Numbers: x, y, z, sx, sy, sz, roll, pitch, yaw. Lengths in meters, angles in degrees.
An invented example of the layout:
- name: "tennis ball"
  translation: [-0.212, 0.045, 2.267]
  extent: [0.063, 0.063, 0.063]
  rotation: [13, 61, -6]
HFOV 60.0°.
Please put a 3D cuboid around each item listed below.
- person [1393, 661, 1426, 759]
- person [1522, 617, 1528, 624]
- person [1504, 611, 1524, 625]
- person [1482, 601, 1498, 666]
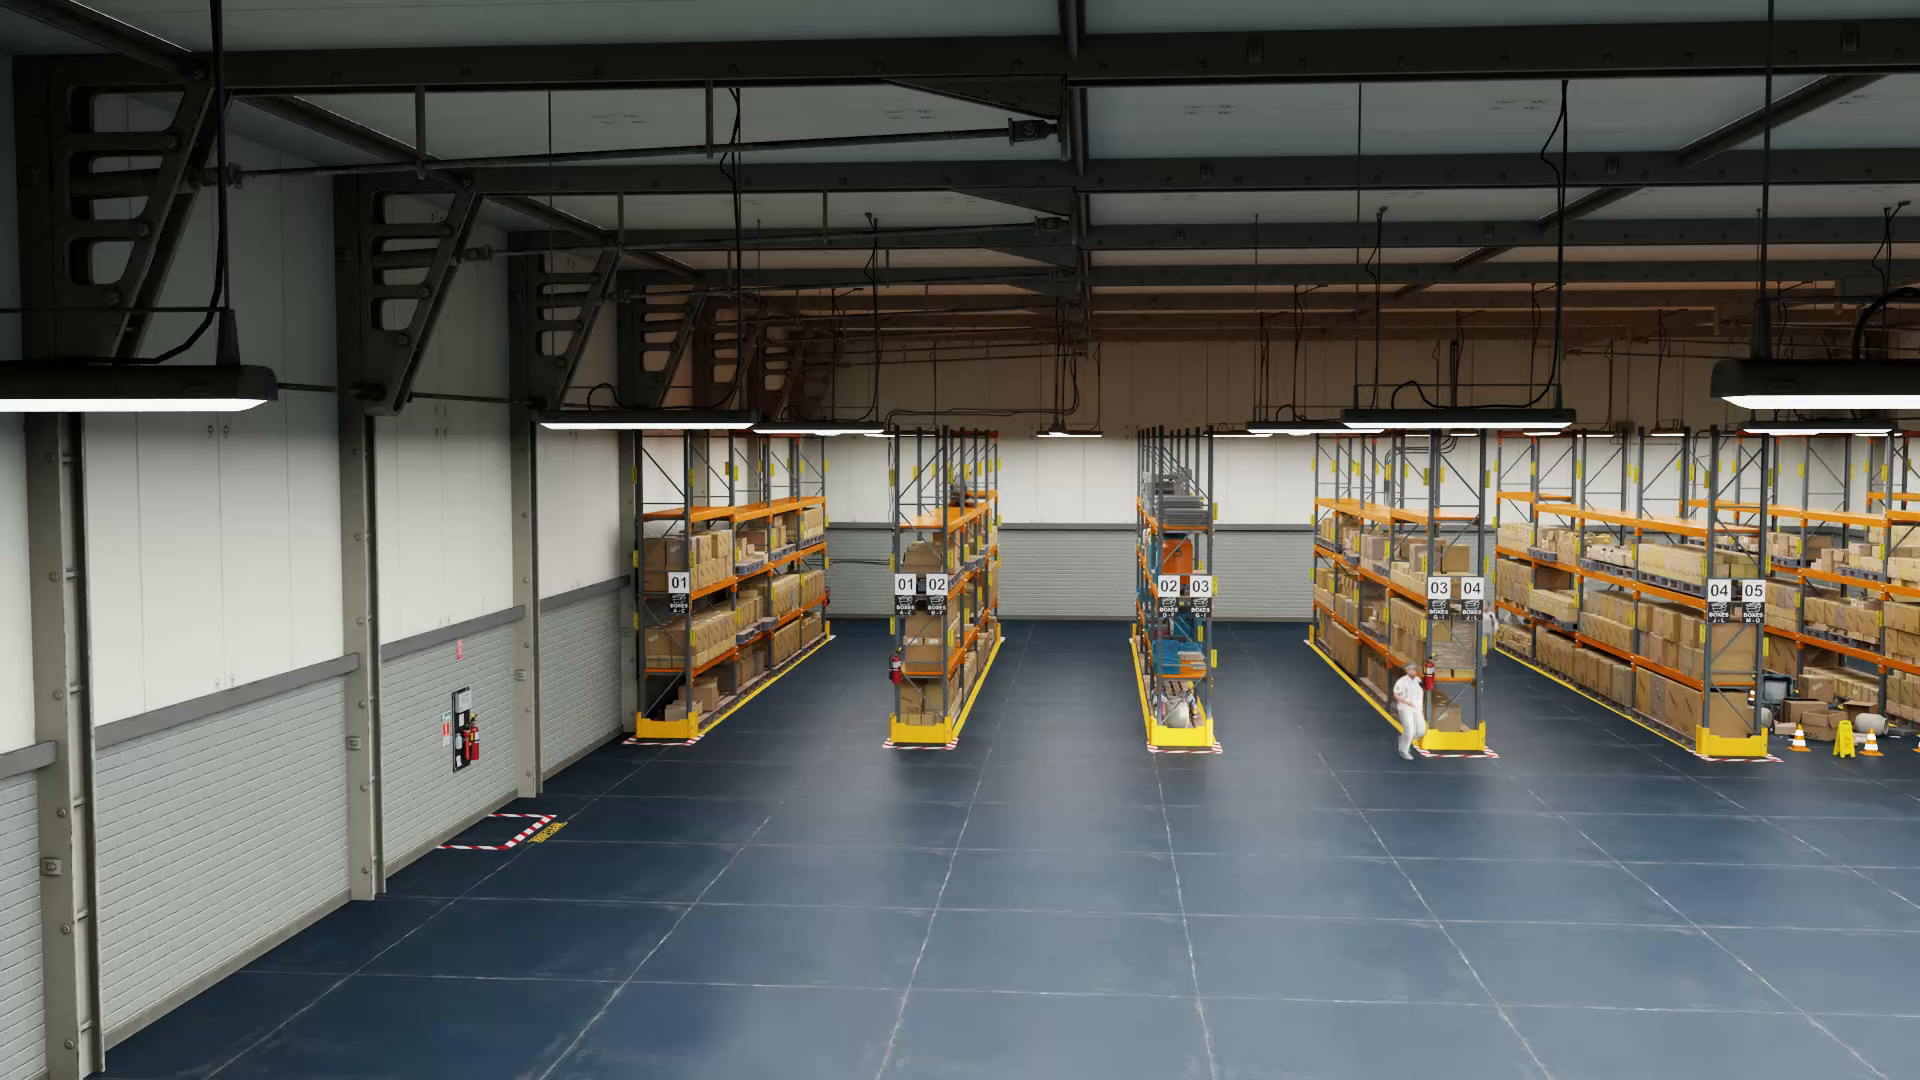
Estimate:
- name: "person"
  translation: [8.143, 3.058, 29.953]
  extent: [0.673, 1.747, 0.561]
  rotation: [-2, 4, -25]
- name: "person"
  translation: [16.202, 2.062, 47.372]
  extent: [0.740, 1.623, 1.056]
  rotation: [-3, 5, -42]
- name: "person"
  translation: [15.849, 1.995, 47.356]
  extent: [0.815, 1.838, 0.640]
  rotation: [0, 3, -5]
- name: "person"
  translation: [13.335, 2.373, 42.133]
  extent: [0.623, 1.660, 0.497]
  rotation: [1, 3, 9]
